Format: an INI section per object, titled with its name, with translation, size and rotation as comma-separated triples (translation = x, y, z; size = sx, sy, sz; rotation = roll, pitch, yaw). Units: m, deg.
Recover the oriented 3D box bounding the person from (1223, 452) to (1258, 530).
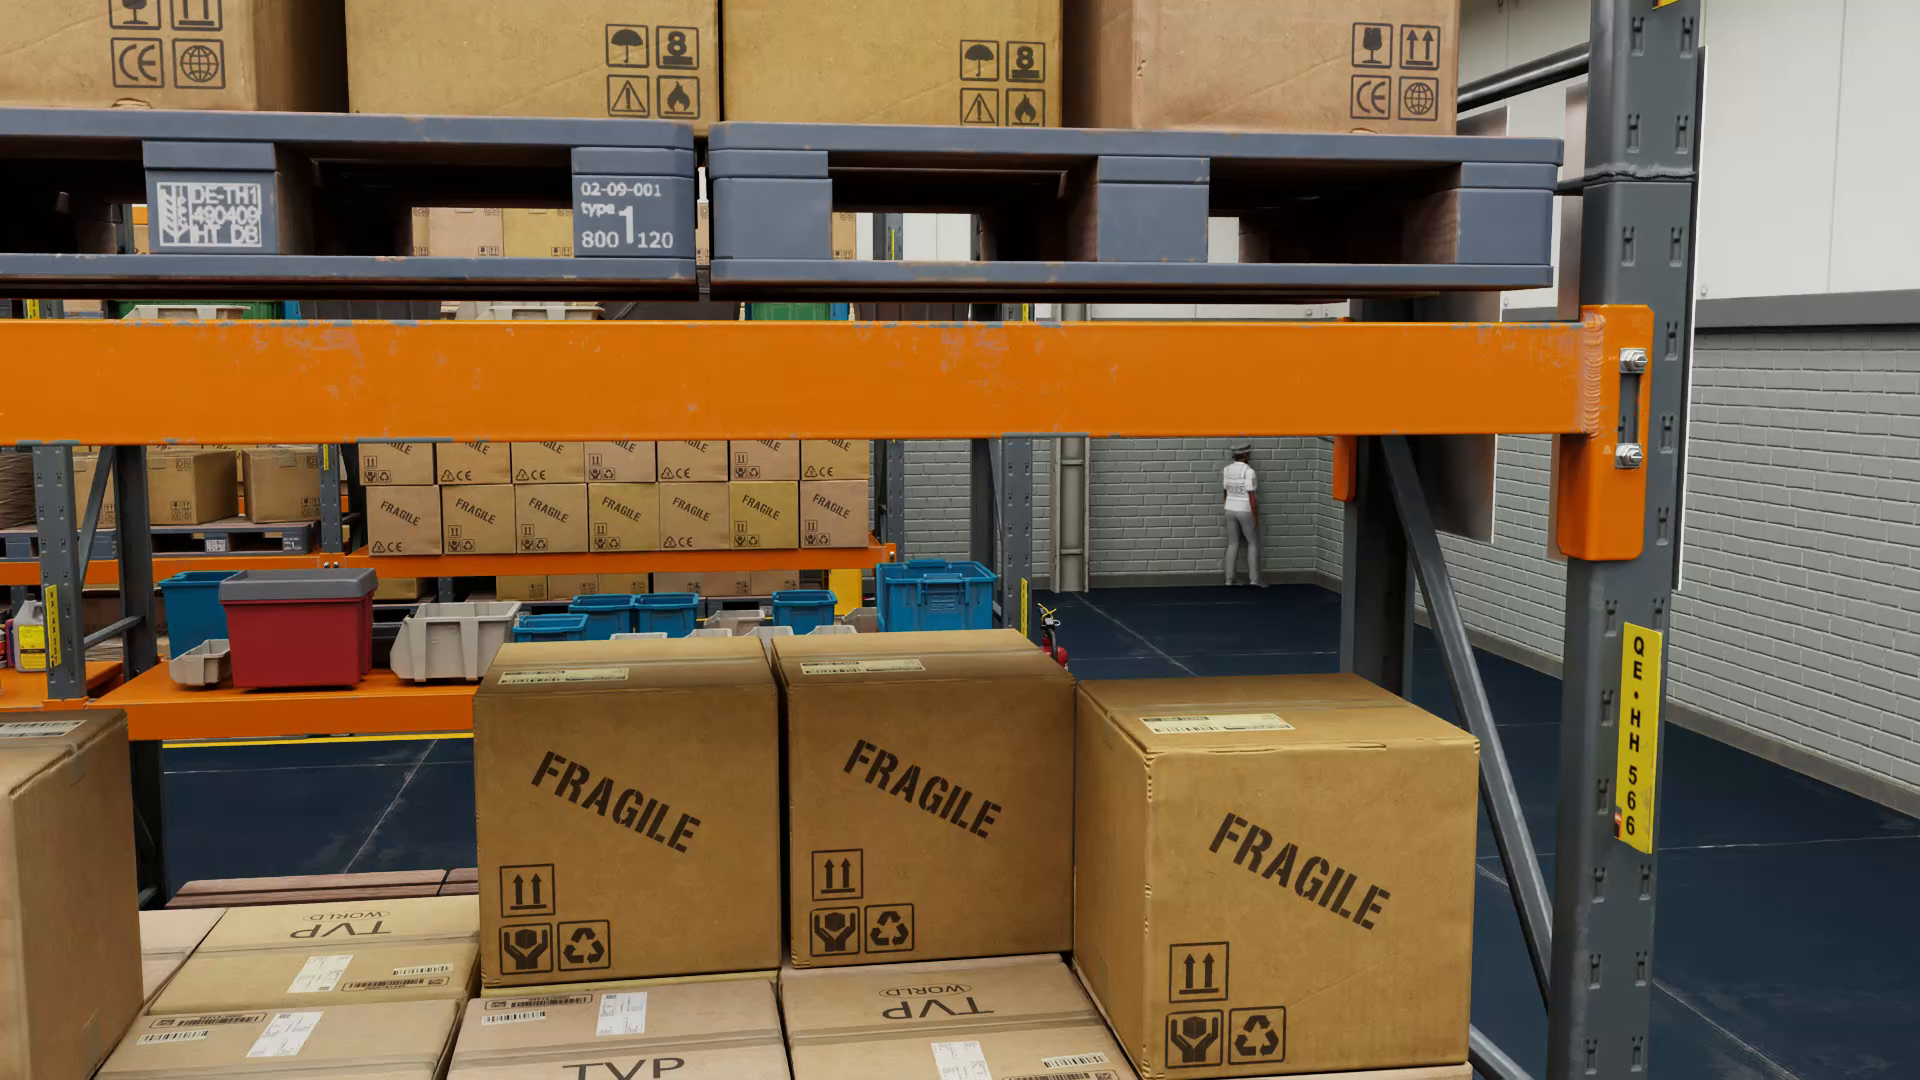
[person]
translation = 3.260, -0.625, 19.212
size = 0.375, 0.990, 0.490
rotation = -6, 9, -43
